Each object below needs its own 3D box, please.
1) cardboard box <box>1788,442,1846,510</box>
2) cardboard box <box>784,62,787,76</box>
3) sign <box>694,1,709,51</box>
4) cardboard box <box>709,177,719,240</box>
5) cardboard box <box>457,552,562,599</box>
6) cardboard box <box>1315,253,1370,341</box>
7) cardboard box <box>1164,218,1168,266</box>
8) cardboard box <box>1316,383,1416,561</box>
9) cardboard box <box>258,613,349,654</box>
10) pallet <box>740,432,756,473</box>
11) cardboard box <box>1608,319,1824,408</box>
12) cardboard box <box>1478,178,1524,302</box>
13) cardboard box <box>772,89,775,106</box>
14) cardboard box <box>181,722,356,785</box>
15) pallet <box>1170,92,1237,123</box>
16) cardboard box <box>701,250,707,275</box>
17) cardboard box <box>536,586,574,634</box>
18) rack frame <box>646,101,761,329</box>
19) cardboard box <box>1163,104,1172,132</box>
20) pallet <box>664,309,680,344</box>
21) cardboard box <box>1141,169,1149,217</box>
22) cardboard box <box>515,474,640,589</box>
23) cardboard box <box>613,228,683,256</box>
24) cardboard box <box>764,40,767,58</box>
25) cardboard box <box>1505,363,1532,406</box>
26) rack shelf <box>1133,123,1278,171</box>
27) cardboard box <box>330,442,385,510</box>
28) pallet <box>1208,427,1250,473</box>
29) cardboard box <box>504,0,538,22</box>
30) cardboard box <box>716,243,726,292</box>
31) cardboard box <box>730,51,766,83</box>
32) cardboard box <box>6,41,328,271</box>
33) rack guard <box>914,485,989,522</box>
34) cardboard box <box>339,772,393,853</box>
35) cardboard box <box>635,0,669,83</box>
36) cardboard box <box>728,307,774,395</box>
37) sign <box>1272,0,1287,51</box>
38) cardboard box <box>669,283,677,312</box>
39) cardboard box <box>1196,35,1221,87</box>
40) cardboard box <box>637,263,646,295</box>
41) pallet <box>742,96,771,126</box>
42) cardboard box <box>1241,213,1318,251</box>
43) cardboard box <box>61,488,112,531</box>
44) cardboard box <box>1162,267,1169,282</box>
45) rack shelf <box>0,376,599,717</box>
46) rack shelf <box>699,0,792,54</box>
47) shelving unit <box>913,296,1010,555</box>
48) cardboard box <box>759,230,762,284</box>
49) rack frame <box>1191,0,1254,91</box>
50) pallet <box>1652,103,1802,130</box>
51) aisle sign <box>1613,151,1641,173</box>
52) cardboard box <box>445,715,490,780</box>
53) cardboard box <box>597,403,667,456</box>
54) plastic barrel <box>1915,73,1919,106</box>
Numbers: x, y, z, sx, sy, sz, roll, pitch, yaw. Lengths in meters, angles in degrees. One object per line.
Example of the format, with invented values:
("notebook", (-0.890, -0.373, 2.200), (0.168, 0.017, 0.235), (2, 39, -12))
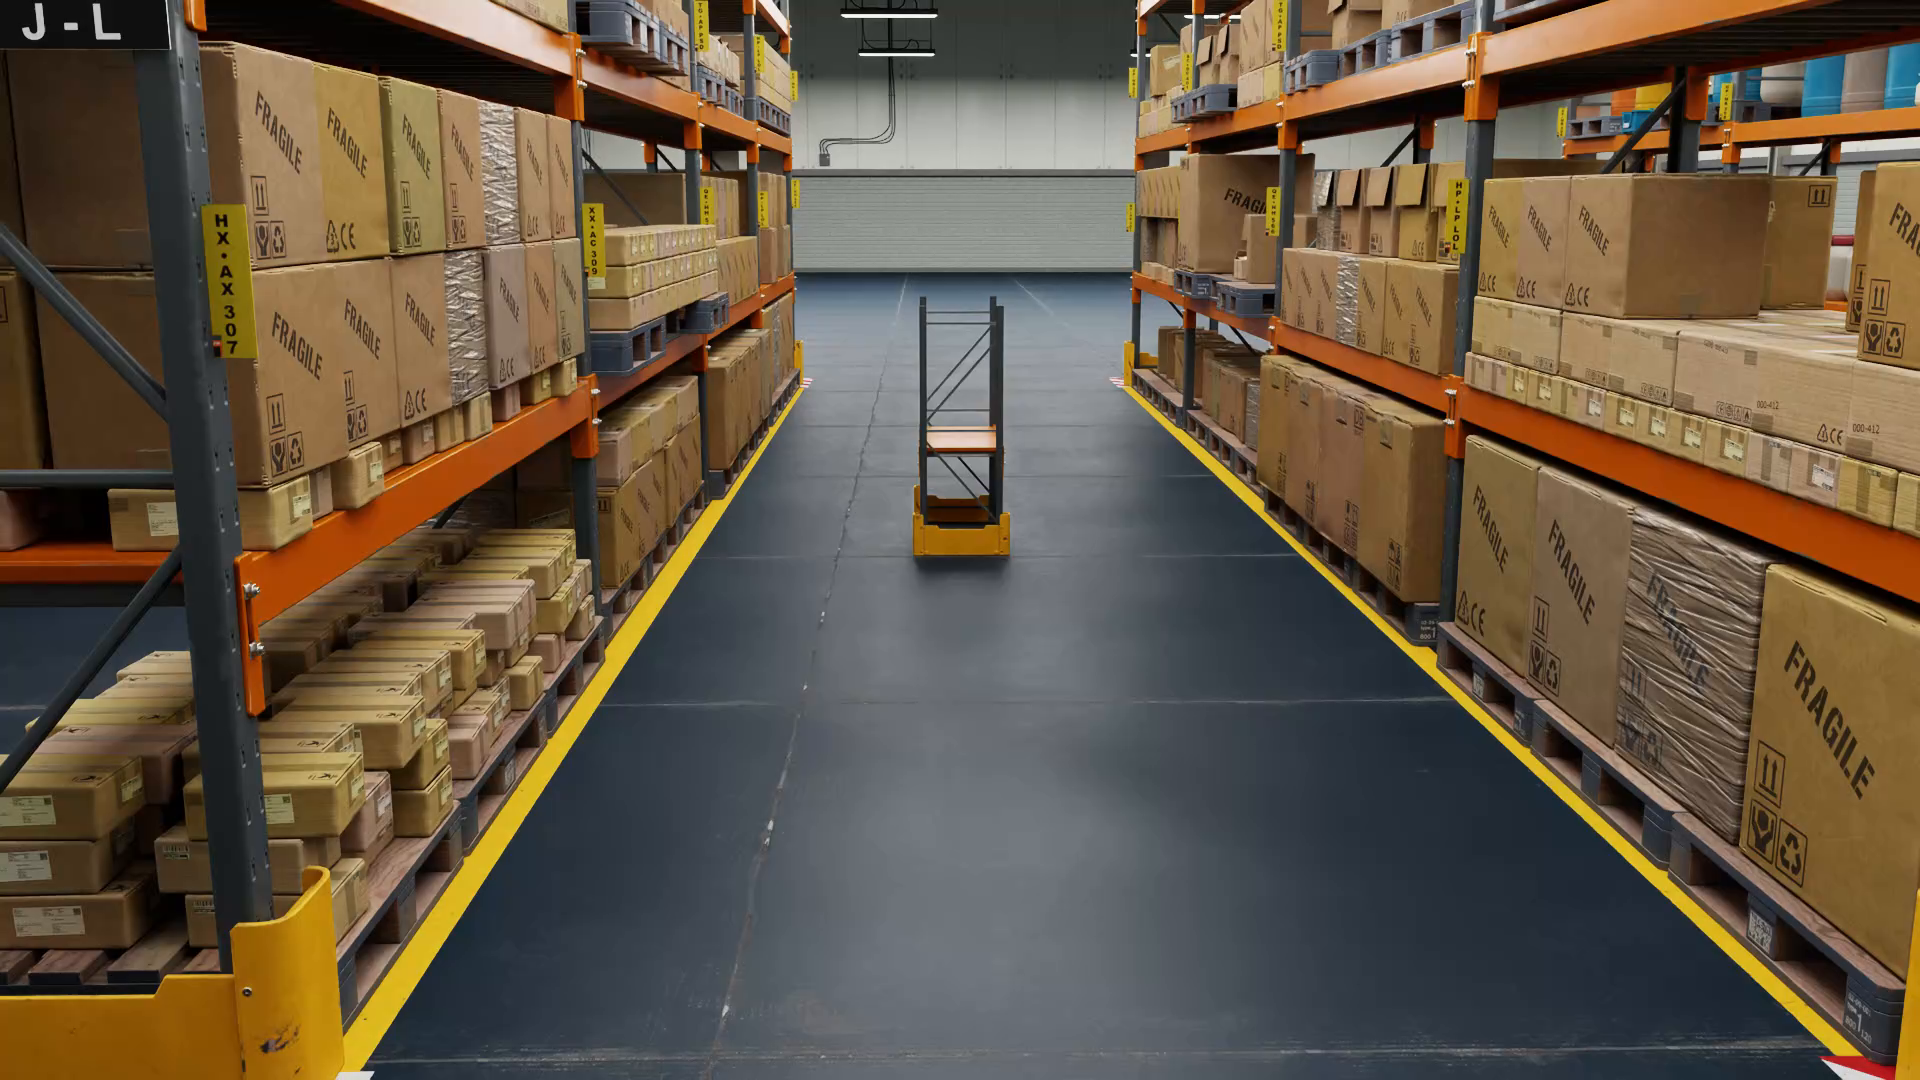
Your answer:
("cardboard box", (2.501, -0.176, 4.512), (0.380, 0.149, 0.250), (0, 11, -1))
("cardboard box", (-2.088, -5.134, 18.095), (0.380, 0.149, 0.250), (0, 11, 0))
("sign", (-1.735, -3.443, 11.139), (0.100, 0.325, 0.005), (0, 11, -1))
("cardboard box", (-2.312, -2.650, 13.310), (0.700, 0.500, 0.500), (0, 11, -2))
("cardboard box", (-1.870, 0.147, 6.907), (0.380, 0.149, 0.250), (0, 11, -2))
("cardboard box", (2.449, -1.465, 9.983), (0.500, 0.500, 0.500), (0, 11, -2))
("cardboard box", (2.598, -3.095, 17.273), (0.875, 0.500, 0.500), (0, 11, -1))
("cardboard box", (2.714, -0.392, 9.234), (1.225, 0.875, 0.875), (-1, 11, -3))
("cardboard box", (-2.388, 0.358, 5.870), (0.380, 0.149, 0.250), (0, 11, -1))
("pallet", (-2.241, -0.750, 13.724), (1.003, 0.211, 1.213), (0, 11, -1))
("cardboard box", (2.538, -0.600, 5.604), (0.500, 0.250, 0.500), (0, 11, -1))
("cardboard box", (2.521, -1.266, 6.998), (0.500, 0.500, 0.500), (0, 11, -1))
("cardboard box", (-2.056, -4.441, 16.686), (0.380, 0.149, 0.250), (0, 11, -1))
("cardboard box", (-1.909, 0.613, 4.612), (0.380, 0.149, 0.250), (0, 11, 0))
("pallet", (2.507, -3.768, 14.514), (1.213, 0.211, 1.003), (0, 11, -1))
("cardboard box", (-1.797, -1.744, 10.440), (0.380, 0.149, 0.250), (0, 11, 0))
("cardboard box", (-1.829, 0.292, 6.944), (0.380, 0.149, 0.250), (-1, 11, -3))
("rack frame", (-2.360, -2.513, 15.399), (1.000, 3.000, 0.127), (0, 11, -1))
("cardboard box", (2.314, -4.204, 16.570), (0.500, 0.250, 0.500), (0, 11, -2))
("pallet", (-2.196, -1.230, 9.560), (1.003, 0.211, 1.213), (0, 11, -1))
("cardboard box", (2.260, -3.783, 18.147), (0.500, 0.500, 0.500), (0, 11, -1))
("cardboard box", (-1.945, -0.051, 8.497), (0.500, 0.500, 0.500), (0, 11, 1))
("cardboard box", (-1.780, -1.687, 9.411), (0.380, 0.149, 0.250), (0, 11, 1))
("cardboard box", (-2.039, -4.680, 15.857), (0.380, 0.149, 0.250), (0, 11, -2))
("cardboard box", (2.451, -0.635, 6.775), (0.380, 0.149, 0.250), (0, 11, 1))
("rack shelf", (2.560, -4.028, 17.134), (1.077, 0.370, 4.000), (0, 11, -1))
("cardboard box", (-1.790, -0.174, 4.504), (0.380, 0.149, 0.250), (-1, 11, -3))
("pallet", (2.647, -0.748, 13.717), (1.003, 0.211, 1.213), (0, 11, -1))
("cardboard box", (-1.916, -2.123, 6.313), (0.500, 0.250, 0.500), (0, 11, -1))
("cardboard box", (-2.030, -1.958, 12.414), (0.500, 0.500, 0.500), (0, 11, -2))
("cardboard box", (-2.090, -4.408, 15.519), (0.500, 0.250, 0.500), (0, 11, -1))
("cardboard box", (-1.856, -0.902, 3.948), (0.500, 0.500, 0.500), (0, 11, -2))
("rack guard", (-0.012, -0.237, 11.097), (0.587, 0.250, 0.087), (0, 11, -1))
("cardboard box", (-1.815, 0.759, 4.642), (0.380, 0.149, 0.250), (0, 11, -1))
("cardboard box", (-1.982, -2.925, 9.638), (0.500, 0.500, 0.500), (0, 11, -1))
("cardboard box", (-2.303, -1.802, 16.186), (0.875, 0.875, 0.875), (0, 11, 0))
("sign", (2.141, -3.439, 11.123), (0.100, 0.325, 0.005), (0, 11, -1))
("cardboard box", (-1.775, -1.345, 9.219), (0.380, 0.149, 0.250), (0, 11, -2))
("cardboard box", (2.512, -4.145, 14.588), (0.797, 0.503, 0.637), (-1, 11, -4))
("cardboard box", (-1.750, -1.282, 8.164), (0.380, 0.149, 0.250), (0, 11, -2))
("pallet", (-2.367, -4.102, 15.912), (1.003, 0.211, 1.213), (0, 11, -1))
("cardboard box", (2.729, -2.425, 13.652), (0.797, 0.503, 0.637), (1, 12, 5))
("cardboard box", (-2.369, -0.117, 4.225), (0.380, 0.149, 0.250), (0, 11, -1))
("cardboard box", (2.286, -2.729, 17.100), (0.380, 0.149, 0.250), (0, 11, -1))
("rack shelf", (-2.153, -0.172, 5.673), (1.077, 0.370, 4.000), (0, 11, -1))
("rack shelf", (-2.401, -5.302, 16.874), (1.077, 0.370, 4.000), (0, 11, -1))
("shelving unit", (-0.002, -0.750, 10.485), (0.587, 1.500, 1.083), (0, 11, -1))
("cardboard box", (-2.414, -2.769, 16.284), (0.875, 0.550, 0.550), (0, 11, -1))
("rack frame", (2.601, -5.453, 14.804), (1.000, 3.000, 0.127), (0, 11, -1))
("pallet", (7.440, -4.054, 15.927), (1.213, 0.211, 1.003), (0, 11, -1))
("aisle sign", (7.766, -4.618, 19.238), (0.394, 0.787, 0.004), (0, 11, -1))
("cardboard box", (-1.817, 0.706, 5.648), (0.380, 0.149, 0.250), (-1, 11, -4))
("cardboard box", (-1.965, -0.626, 9.444), (0.500, 0.250, 0.500), (0, 11, 1))
("plastic barrel", (7.376, -3.392, 12.539), (0.301, 0.262, 0.301), (0, 11, 0))
